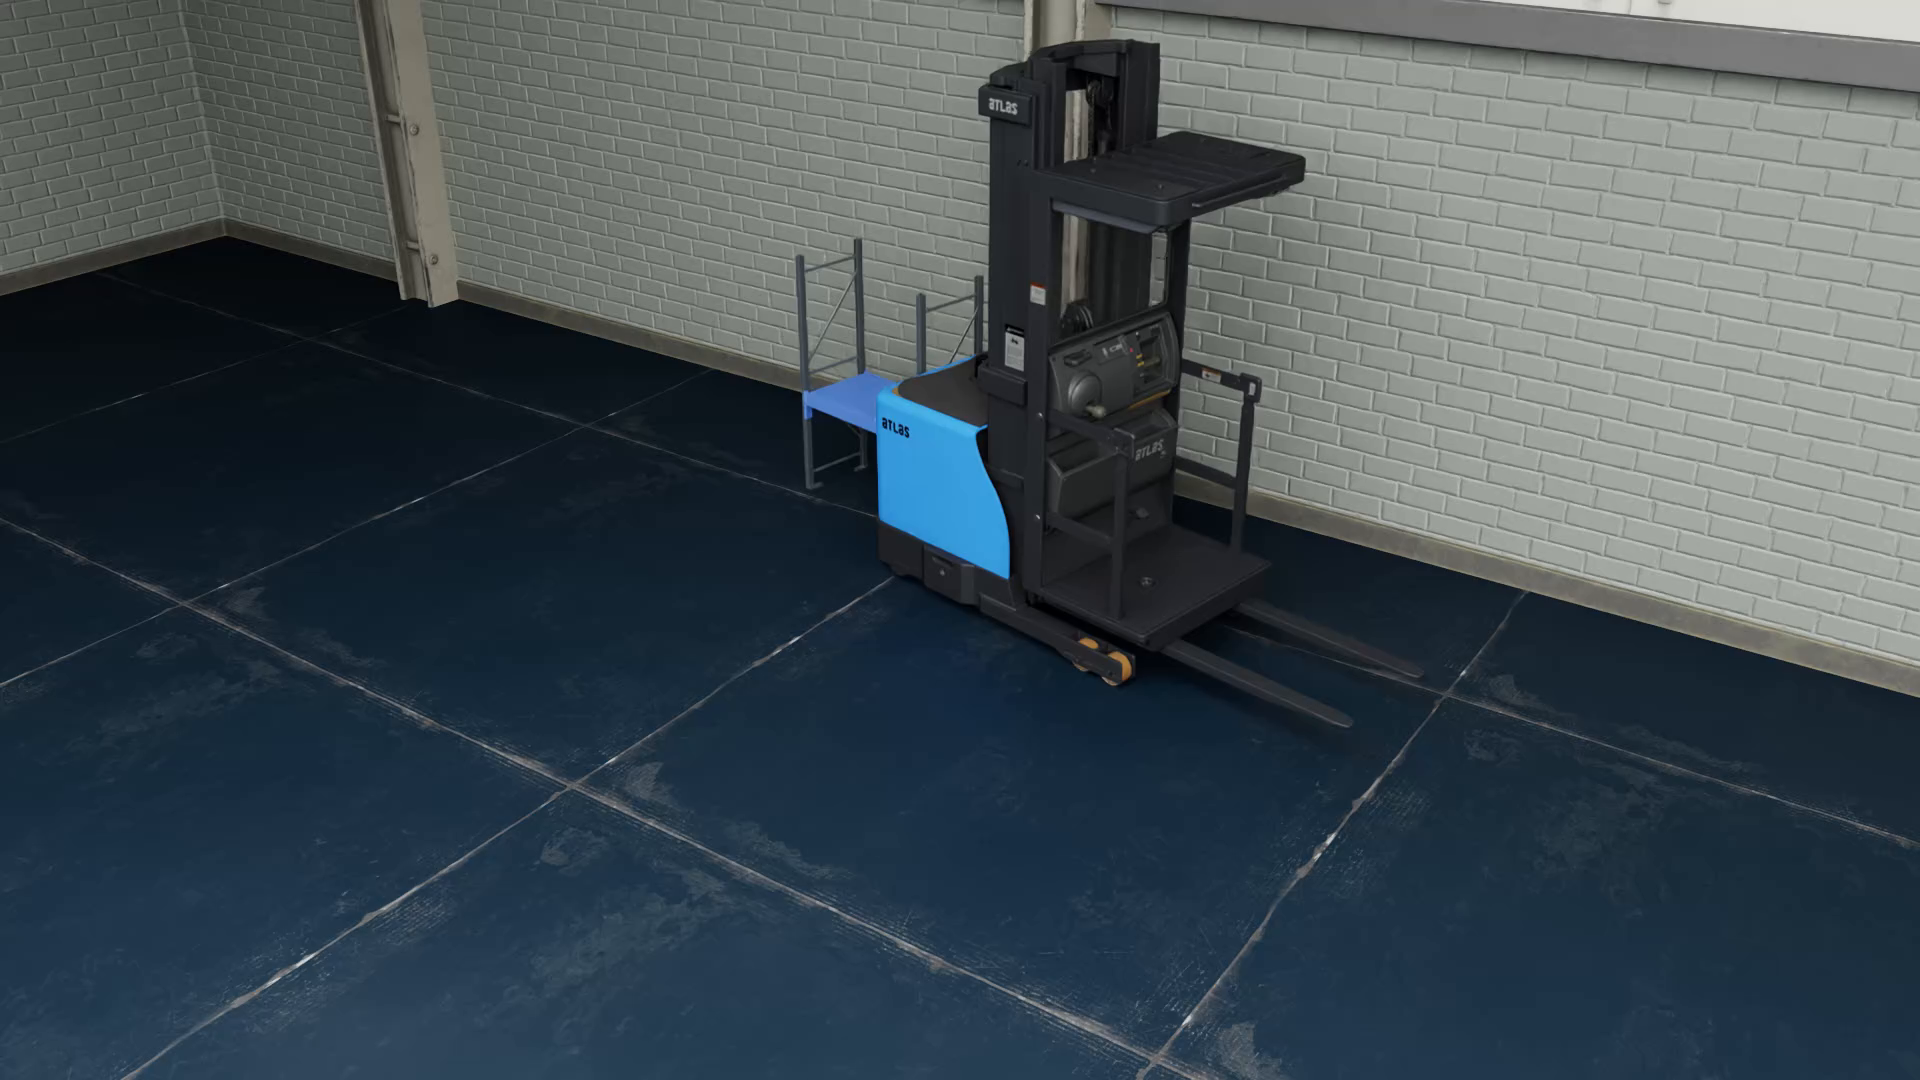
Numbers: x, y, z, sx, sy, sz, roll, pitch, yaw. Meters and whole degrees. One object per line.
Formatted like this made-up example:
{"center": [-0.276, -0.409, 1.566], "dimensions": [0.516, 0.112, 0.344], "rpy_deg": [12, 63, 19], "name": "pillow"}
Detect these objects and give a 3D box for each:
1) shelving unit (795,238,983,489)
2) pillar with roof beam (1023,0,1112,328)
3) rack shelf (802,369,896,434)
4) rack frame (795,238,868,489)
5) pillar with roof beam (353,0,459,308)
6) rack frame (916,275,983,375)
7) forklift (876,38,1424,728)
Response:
{"center": [-0.415, -0.906, 9.877], "dimensions": [1.048, 1.500, 0.538], "rpy_deg": [24, 36, 39], "name": "shelving unit"}
{"center": [-1.833, -2.846, 5.420], "dimensions": [0.400, 9.000, 9.100], "rpy_deg": [17, 32, 30], "name": "pillar with roof beam"}
{"center": [-0.415, -0.746, 9.958], "dimensions": [1.000, 0.185, 0.538], "rpy_deg": [24, 36, 39], "name": "rack shelf"}
{"center": [-0.776, -1.068, 10.196], "dimensions": [0.032, 1.500, 0.500], "rpy_deg": [24, 36, 39], "name": "rack frame"}
{"center": [-6.779, -4.386, 8.447], "dimensions": [0.400, 9.000, 9.100], "rpy_deg": [17, 32, 30], "name": "pillar with roof beam"}
{"center": [-0.054, -0.744, 9.558], "dimensions": [0.032, 1.500, 0.500], "rpy_deg": [24, 36, 39], "name": "rack frame"}
{"center": [0.928, -0.844, 8.177], "dimensions": [3.031, 2.935, 1.130], "rpy_deg": [24, 36, 39], "name": "forklift"}
